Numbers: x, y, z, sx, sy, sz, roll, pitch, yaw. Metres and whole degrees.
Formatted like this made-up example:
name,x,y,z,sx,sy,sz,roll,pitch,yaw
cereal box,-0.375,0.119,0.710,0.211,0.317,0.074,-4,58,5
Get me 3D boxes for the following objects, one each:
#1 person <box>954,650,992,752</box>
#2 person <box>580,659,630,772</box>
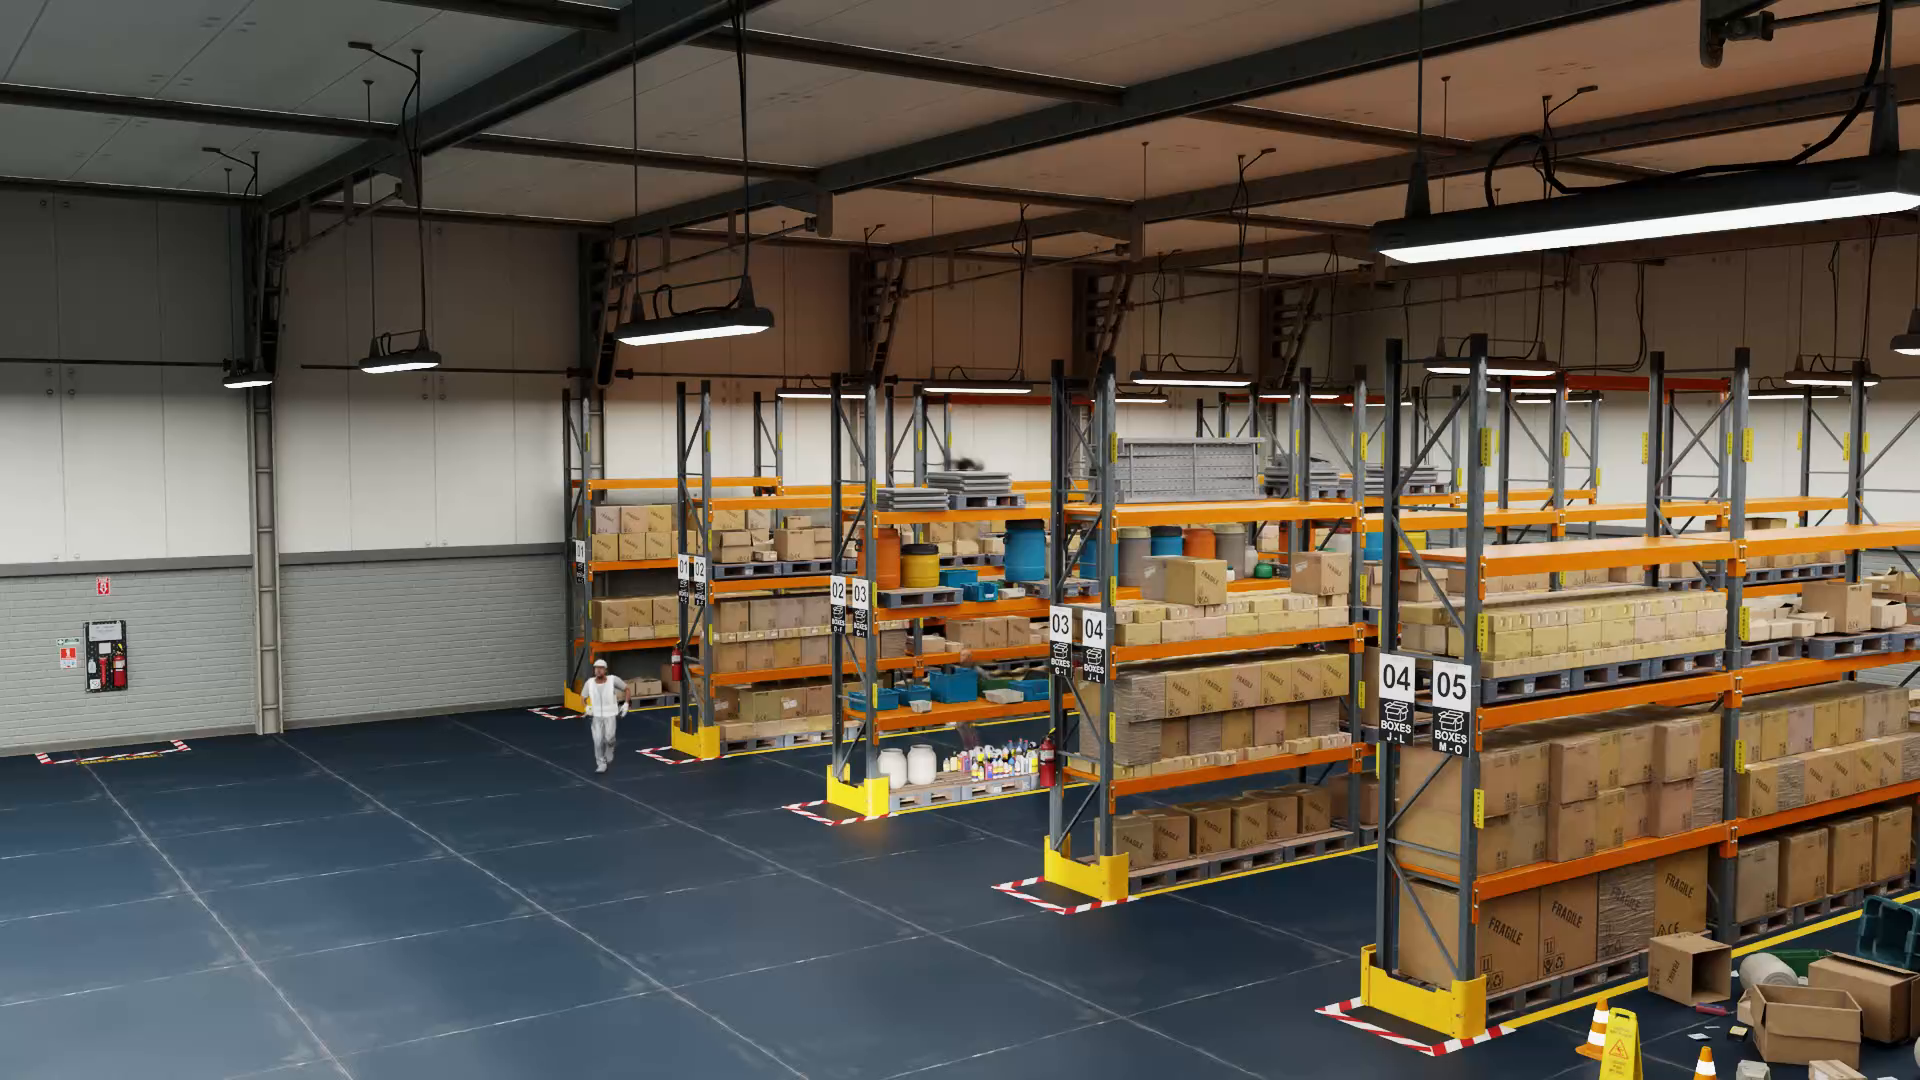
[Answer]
name,x,y,z,sx,sy,sz,roll,pitch,yaw
person,0.114,2.628,26.414,0.733,1.783,0.671,-3,5,-38
person,-5.401,2.676,25.228,0.723,1.732,0.652,0,4,-2
